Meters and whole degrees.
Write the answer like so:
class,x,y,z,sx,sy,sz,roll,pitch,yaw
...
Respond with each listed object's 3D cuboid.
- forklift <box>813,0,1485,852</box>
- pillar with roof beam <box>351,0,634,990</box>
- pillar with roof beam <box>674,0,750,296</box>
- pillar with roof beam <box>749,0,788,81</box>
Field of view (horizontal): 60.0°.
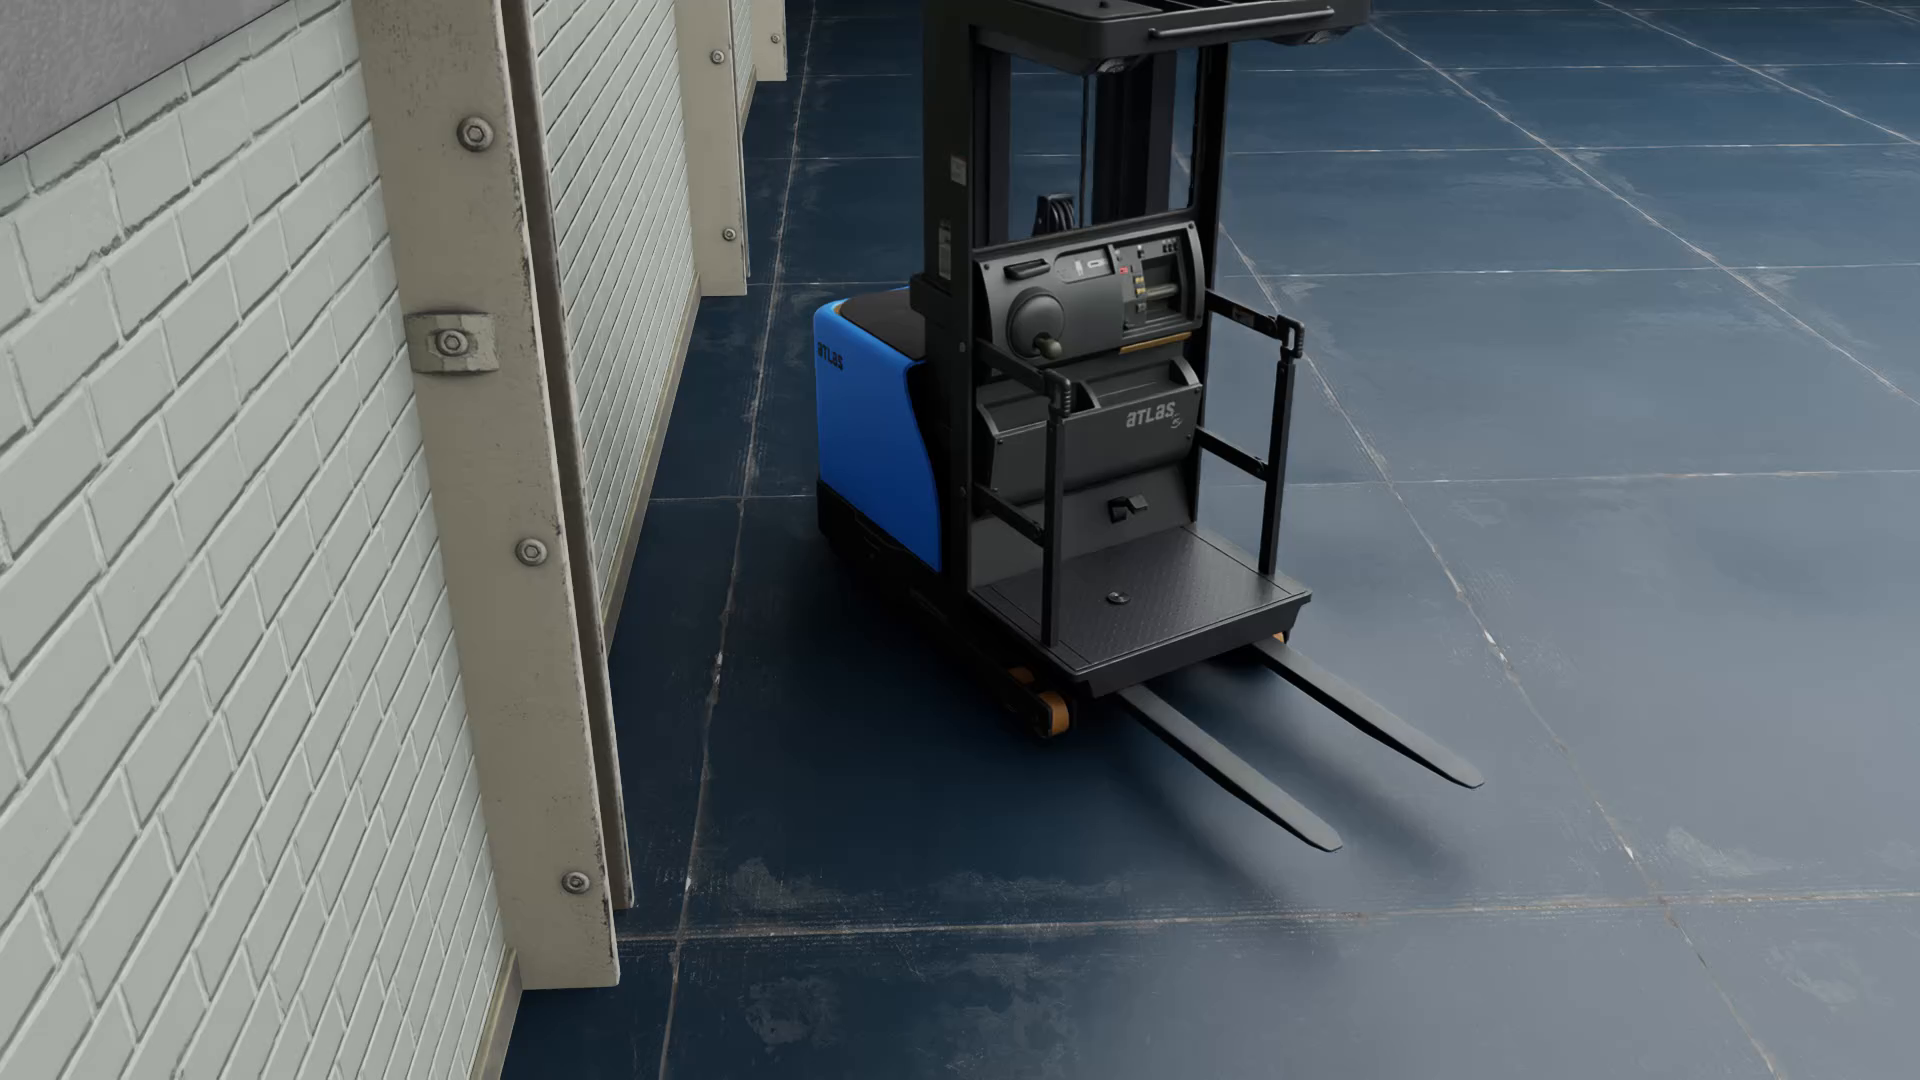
class,x,y,z,sx,sy,sz,roll,pitch,yaw
forklift,0.591,-0.845,5.700,1.130,2.935,3.031,-16,32,-28
pillar with roof beam,3.149,-2.898,3.075,9.100,9.000,0.400,-1,28,-3
pillar with roof beam,2.836,-5.669,8.388,9.100,9.000,0.400,-1,28,-3
pillar with roof beam,2.523,-8.439,13.700,9.100,9.000,0.400,-1,28,-3
